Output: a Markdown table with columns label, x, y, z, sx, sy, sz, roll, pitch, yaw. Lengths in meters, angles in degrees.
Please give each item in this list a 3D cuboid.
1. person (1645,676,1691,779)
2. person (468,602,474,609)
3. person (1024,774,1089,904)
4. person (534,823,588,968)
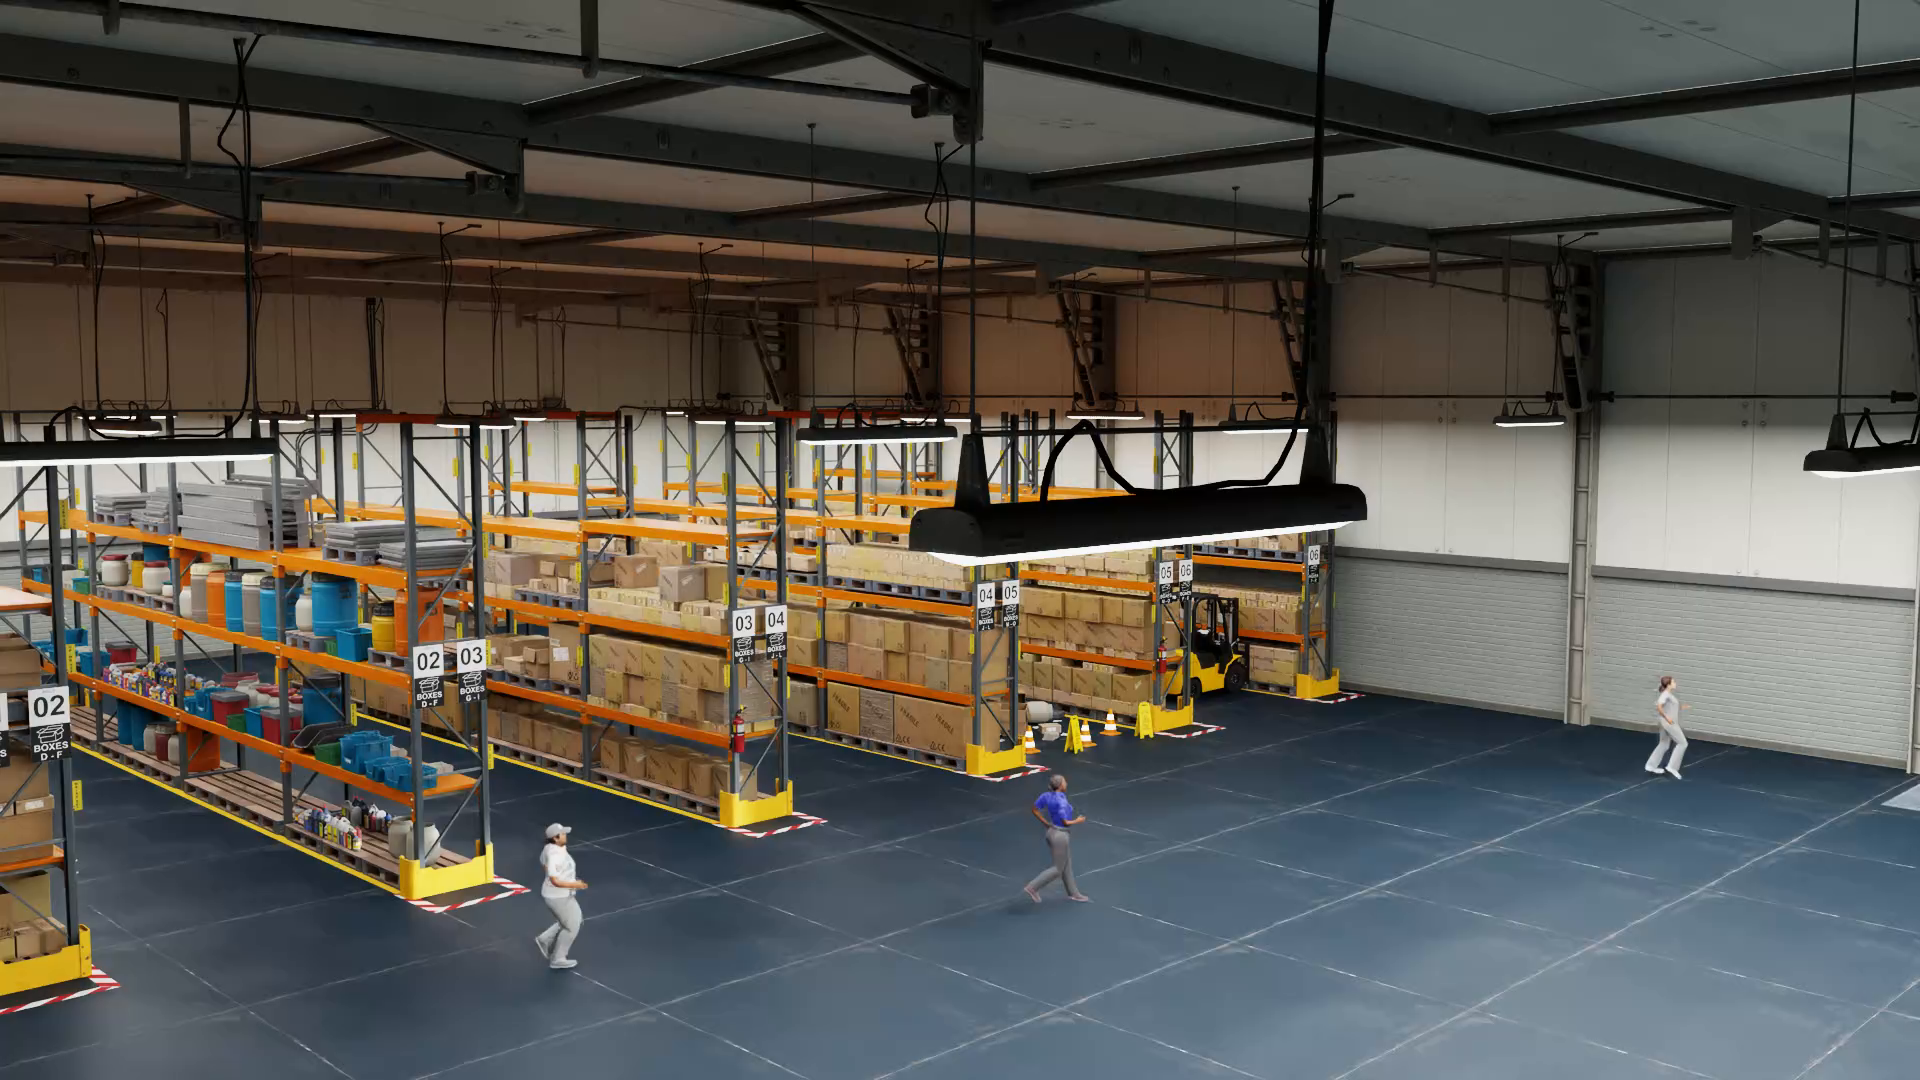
| label | x | y | z | sx | sy | sz | roll | pitch | yaw |
| --- | --- | --- | --- | --- | --- | --- | --- | --- | --- |
| person | 11.757 | 3.106 | 27.584 | 0.691 | 1.715 | 0.544 | 1 | 5 | 11 |
| person | -11.088 | 2.235 | 37.370 | 0.578 | 1.715 | 0.729 | 5 | 7 | 42 |
| person | 1.197 | 3.707 | 20.535 | 0.923 | 1.657 | 0.579 | -2 | 5 | -22 |
| person | -4.419 | 3.925 | 18.390 | 0.568 | 1.618 | 0.602 | -2 | 5 | -18 |
